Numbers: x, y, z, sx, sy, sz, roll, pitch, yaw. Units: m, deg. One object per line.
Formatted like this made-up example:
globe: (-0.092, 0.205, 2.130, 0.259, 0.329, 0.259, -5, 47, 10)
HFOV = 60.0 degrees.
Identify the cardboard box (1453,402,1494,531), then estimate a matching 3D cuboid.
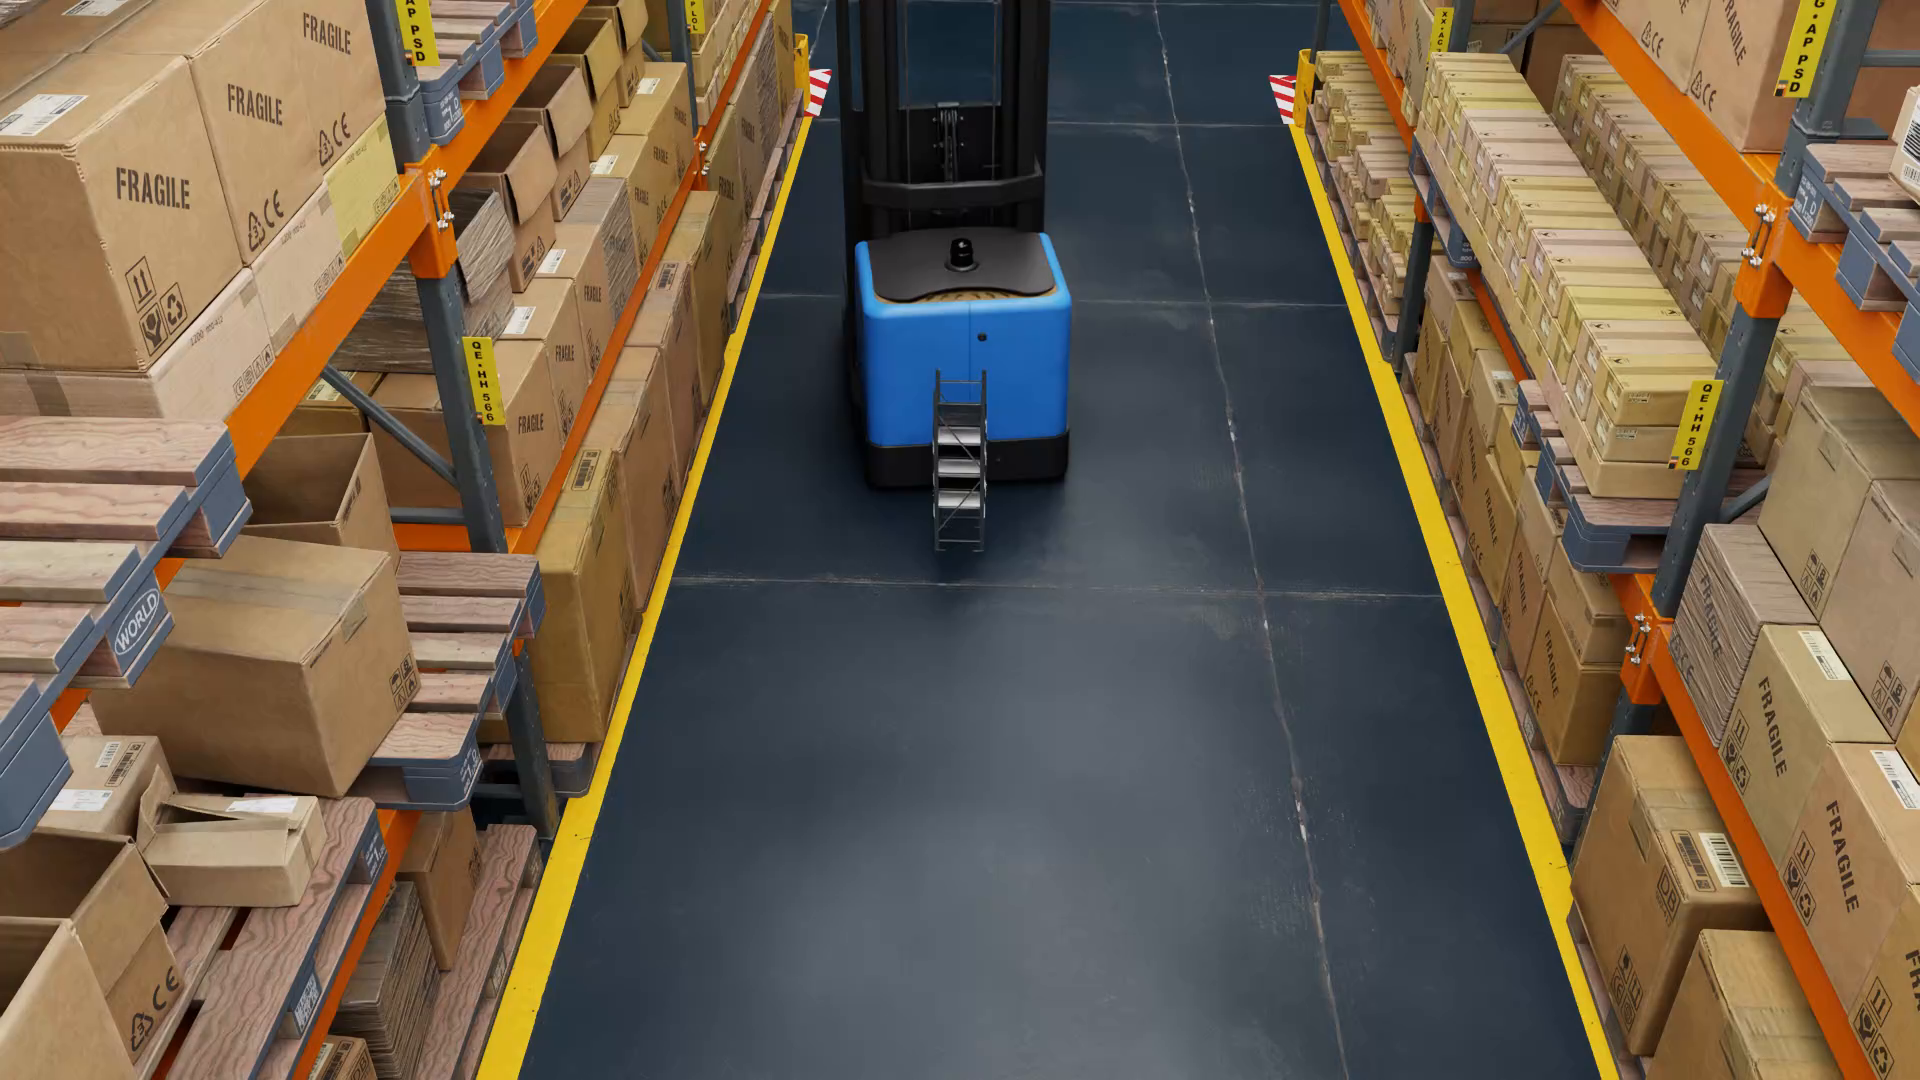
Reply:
cardboard box: (2.690, -0.334, 7.926, 0.500, 0.500, 0.500, 2, 35, 3)

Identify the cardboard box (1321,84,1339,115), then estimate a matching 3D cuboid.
cardboard box: (2.828, -3.183, 12.026, 0.380, 0.149, 0.250, 1, 35, 2)

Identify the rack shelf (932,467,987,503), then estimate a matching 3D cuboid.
rack shelf: (0.000, -0.272, 8.069, 0.258, 0.077, 0.200, 1, 35, 2)

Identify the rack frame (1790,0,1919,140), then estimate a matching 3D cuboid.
rack frame: (2.851, -2.365, 3.789, 1.000, 3.000, 0.127, 1, 35, 2)

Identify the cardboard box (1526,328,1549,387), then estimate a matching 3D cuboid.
cardboard box: (2.447, -0.707, 6.501, 0.380, 0.149, 0.250, 1, 35, 1)

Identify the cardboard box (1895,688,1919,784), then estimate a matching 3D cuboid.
cardboard box: (2.786, 0.482, 3.998, 0.700, 0.500, 0.500, 1, 35, 1)

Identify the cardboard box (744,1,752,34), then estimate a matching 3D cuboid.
cardboard box: (-1.534, -3.337, 10.607, 0.380, 0.149, 0.250, 0, 35, 1)

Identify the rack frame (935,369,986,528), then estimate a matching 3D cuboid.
rack frame: (0.004, -0.431, 8.081, 0.240, 0.900, 0.006, 1, 35, 2)

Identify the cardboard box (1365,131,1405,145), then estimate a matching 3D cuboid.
cardboard box: (2.865, -2.559, 10.880, 0.380, 0.149, 0.250, 1, 35, 2)

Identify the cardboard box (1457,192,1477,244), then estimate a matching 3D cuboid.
cardboard box: (2.497, -1.469, 7.585, 0.380, 0.149, 0.250, 0, 35, 0)

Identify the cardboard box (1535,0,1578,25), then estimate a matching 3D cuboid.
cardboard box: (3.274, -3.034, 8.743, 0.500, 0.500, 0.500, 2, 35, 3)

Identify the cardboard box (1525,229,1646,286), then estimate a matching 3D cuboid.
cardboard box: (2.459, -1.102, 6.545, 0.380, 0.149, 0.250, 1, 35, 2)

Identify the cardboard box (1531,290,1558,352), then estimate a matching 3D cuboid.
cardboard box: (2.444, -0.844, 6.437, 0.380, 0.149, 0.250, 1, 35, 2)

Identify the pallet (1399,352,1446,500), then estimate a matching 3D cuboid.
pallet: (2.982, -0.621, 8.950, 1.003, 0.211, 1.213, 1, 35, 2)

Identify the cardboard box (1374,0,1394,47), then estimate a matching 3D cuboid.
cardboard box: (2.793, -3.240, 9.906, 0.500, 0.500, 0.500, 1, 35, 2)

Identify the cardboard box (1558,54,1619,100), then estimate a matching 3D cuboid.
cardboard box: (3.191, -2.286, 8.230, 0.380, 0.149, 0.250, 3, 35, 4)

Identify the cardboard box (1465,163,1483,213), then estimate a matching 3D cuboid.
cardboard box: (2.500, -1.582, 7.487, 0.380, 0.149, 0.250, 3, 35, 4)

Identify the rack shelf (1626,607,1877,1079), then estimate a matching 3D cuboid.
rack shelf: (2.771, 1.533, 4.086, 1.077, 0.370, 4.000, 1, 35, 2)

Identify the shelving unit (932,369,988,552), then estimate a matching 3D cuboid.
shelving unit: (0.000, -0.373, 7.998, 0.258, 0.900, 0.210, 1, 35, 2)

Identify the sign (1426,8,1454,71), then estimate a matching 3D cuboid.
sign: (2.470, -2.571, 8.547, 0.100, 0.325, 0.005, 1, 35, 2)

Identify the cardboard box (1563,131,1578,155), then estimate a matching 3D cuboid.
cardboard box: (3.184, -1.896, 8.192, 0.380, 0.149, 0.250, 2, 35, 2)

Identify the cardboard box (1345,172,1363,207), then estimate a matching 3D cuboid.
cardboard box: (2.783, -2.330, 11.070, 0.380, 0.149, 0.250, 1, 35, 2)

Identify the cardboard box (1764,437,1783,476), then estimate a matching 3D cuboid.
cardboard box: (3.071, -0.232, 5.825, 0.380, 0.149, 0.250, 1, 35, 1)

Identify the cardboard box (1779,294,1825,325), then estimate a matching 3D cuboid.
cardboard box: (3.086, -0.779, 6.086, 0.380, 0.149, 0.250, 1, 35, 2)

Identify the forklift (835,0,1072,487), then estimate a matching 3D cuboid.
forklift: (-0.113, -2.303, 8.978, 1.130, 2.935, 3.031, -4, 35, -5)

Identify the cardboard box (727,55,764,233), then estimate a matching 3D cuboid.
cardboard box: (-1.797, -2.578, 10.793, 0.875, 0.875, 0.875, 1, 35, 2)

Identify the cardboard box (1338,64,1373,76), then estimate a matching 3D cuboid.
cardboard box: (2.921, -3.301, 11.936, 0.380, 0.149, 0.250, 2, 35, 3)

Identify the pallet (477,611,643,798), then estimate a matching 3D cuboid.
pallet: (-1.993, 0.606, 7.204, 1.003, 0.211, 1.213, 1, 35, 2)

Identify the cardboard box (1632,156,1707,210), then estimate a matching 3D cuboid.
cardboard box: (3.138, -1.537, 7.165, 0.380, 0.149, 0.250, 0, 35, 0)

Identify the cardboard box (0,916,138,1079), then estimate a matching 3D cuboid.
cardboard box: (-2.089, 1.344, 2.842, 1.000, 1.000, 1.000, 2, 35, 2)

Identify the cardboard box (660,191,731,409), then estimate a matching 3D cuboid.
cardboard box: (-1.945, -1.316, 8.996, 1.225, 0.875, 0.875, 1, 35, 2)

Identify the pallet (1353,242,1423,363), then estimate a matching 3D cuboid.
pallet: (3.004, -1.455, 10.136, 1.003, 0.211, 1.213, 1, 35, 2)

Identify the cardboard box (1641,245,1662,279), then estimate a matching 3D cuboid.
cardboard box: (3.134, -1.143, 7.122, 0.380, 0.149, 0.250, 0, 35, 0)

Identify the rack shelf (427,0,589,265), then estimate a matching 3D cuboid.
rack shelf: (-2.020, -2.165, 6.739, 1.077, 0.370, 4.000, 1, 35, 2)

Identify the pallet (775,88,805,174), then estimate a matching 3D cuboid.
pallet: (-1.733, -3.078, 12.445, 1.003, 0.211, 1.213, 1, 35, 2)

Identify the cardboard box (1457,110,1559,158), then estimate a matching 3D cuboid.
cardboard box: (2.506, -1.855, 7.616, 0.380, 0.149, 0.250, 1, 35, 1)

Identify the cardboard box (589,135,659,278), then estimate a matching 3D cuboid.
cardboard box: (-1.726, -1.563, 7.778, 0.500, 0.500, 0.500, 1, 35, 1)

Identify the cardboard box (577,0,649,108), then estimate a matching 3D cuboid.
cardboard box: (-1.957, -2.466, 8.190, 0.797, 0.503, 0.637, 0, 35, 1)

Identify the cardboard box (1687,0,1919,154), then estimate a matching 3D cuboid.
cardboard box: (2.621, -1.513, 5.098, 0.500, 0.500, 0.500, 1, 35, 2)

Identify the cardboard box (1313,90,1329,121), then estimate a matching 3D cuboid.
cardboard box: (2.832, -3.219, 12.335, 0.380, 0.149, 0.250, 2, 35, 3)

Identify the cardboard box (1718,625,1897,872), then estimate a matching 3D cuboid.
cardboard box: (2.546, 0.592, 4.712, 0.500, 0.500, 0.500, 1, 35, 1)

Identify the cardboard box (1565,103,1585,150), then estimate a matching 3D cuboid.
cardboard box: (3.184, -2.015, 8.103, 0.380, 0.149, 0.250, 2, 35, 2)

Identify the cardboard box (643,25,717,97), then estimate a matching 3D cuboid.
cardboard box: (-1.659, -2.706, 9.363, 0.500, 0.250, 0.500, 1, 35, 1)

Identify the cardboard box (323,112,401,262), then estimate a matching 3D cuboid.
cardboard box: (-1.874, -0.970, 4.544, 0.500, 0.250, 0.500, 1, 35, 2)

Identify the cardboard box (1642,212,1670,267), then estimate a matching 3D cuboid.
cardboard box: (3.129, -1.270, 7.042, 0.380, 0.149, 0.250, 3, 35, 4)

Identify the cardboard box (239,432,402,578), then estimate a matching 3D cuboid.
cardboard box: (-2.082, 0.015, 5.168, 0.500, 0.500, 0.500, -3, 35, -4)

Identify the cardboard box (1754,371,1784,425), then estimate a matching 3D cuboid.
cardboard box: (3.080, -0.530, 5.991, 0.380, 0.149, 0.250, 3, 35, 4)

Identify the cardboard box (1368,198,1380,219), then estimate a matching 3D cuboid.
cardboard box: (2.798, -2.123, 10.518, 0.380, 0.149, 0.250, 2, 35, 3)

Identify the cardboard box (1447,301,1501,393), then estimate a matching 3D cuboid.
cardboard box: (2.700, -0.940, 8.136, 0.500, 0.250, 0.500, 2, 35, 3)

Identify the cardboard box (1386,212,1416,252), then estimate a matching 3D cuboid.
cardboard box: (2.737, -1.816, 9.822, 0.380, 0.149, 0.250, 2, 35, 2)

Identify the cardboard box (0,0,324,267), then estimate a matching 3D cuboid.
cardboard box: (-1.879, -0.981, 3.907, 0.500, 0.500, 0.500, 1, 35, 2)

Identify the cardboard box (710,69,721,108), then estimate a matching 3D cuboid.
cardboard box: (-1.585, -2.592, 9.548, 0.380, 0.149, 0.250, 0, 35, 0)

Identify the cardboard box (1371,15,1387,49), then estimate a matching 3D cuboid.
cardboard box: (2.781, -3.176, 10.378, 0.380, 0.149, 0.250, 2, 35, 3)

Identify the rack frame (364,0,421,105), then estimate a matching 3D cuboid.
rack frame: (-2.100, -2.538, 4.035, 1.000, 3.000, 0.127, 1, 35, 2)
